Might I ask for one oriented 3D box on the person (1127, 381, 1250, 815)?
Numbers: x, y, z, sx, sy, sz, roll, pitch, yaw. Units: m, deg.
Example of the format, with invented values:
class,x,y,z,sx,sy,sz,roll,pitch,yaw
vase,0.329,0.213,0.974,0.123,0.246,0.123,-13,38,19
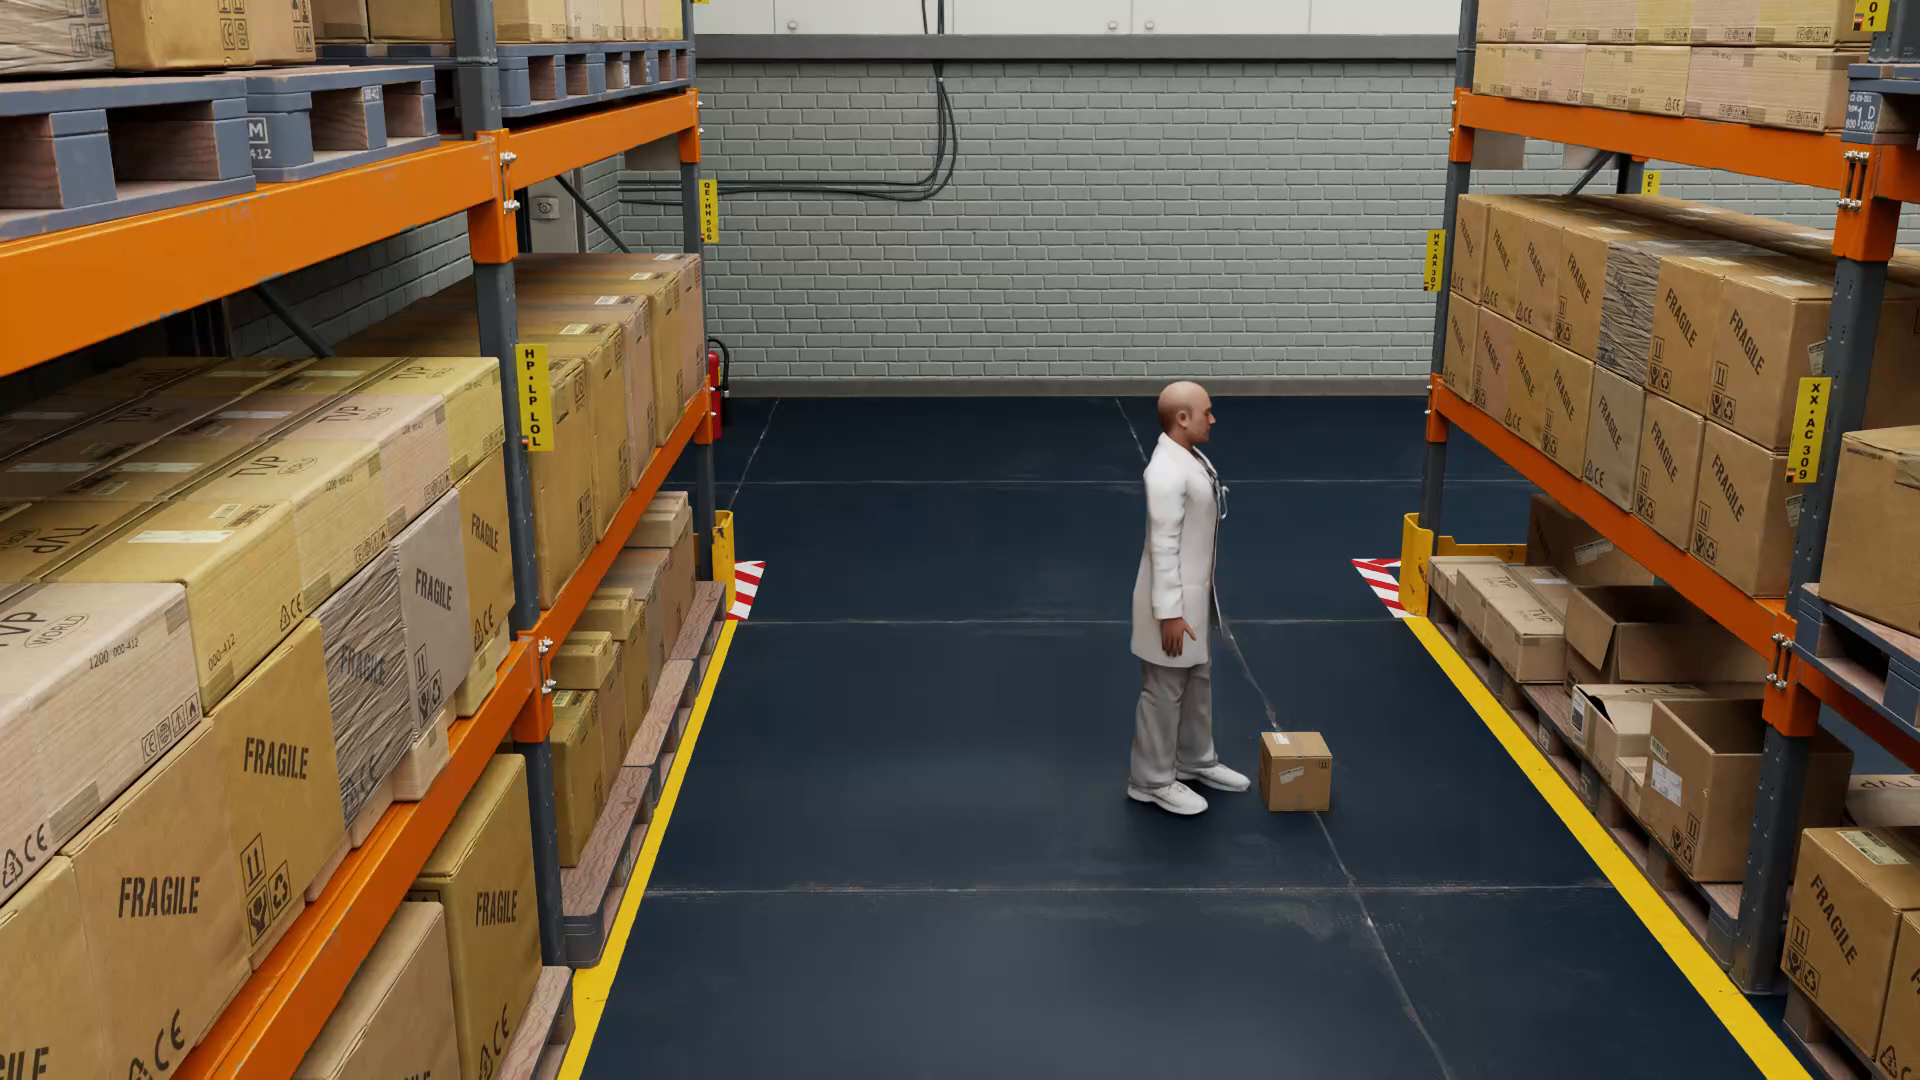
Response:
class,x,y,z,sx,sy,sz,roll,pitch,yaw
person,0.948,0.251,6.733,0.494,1.798,0.637,5,17,15
